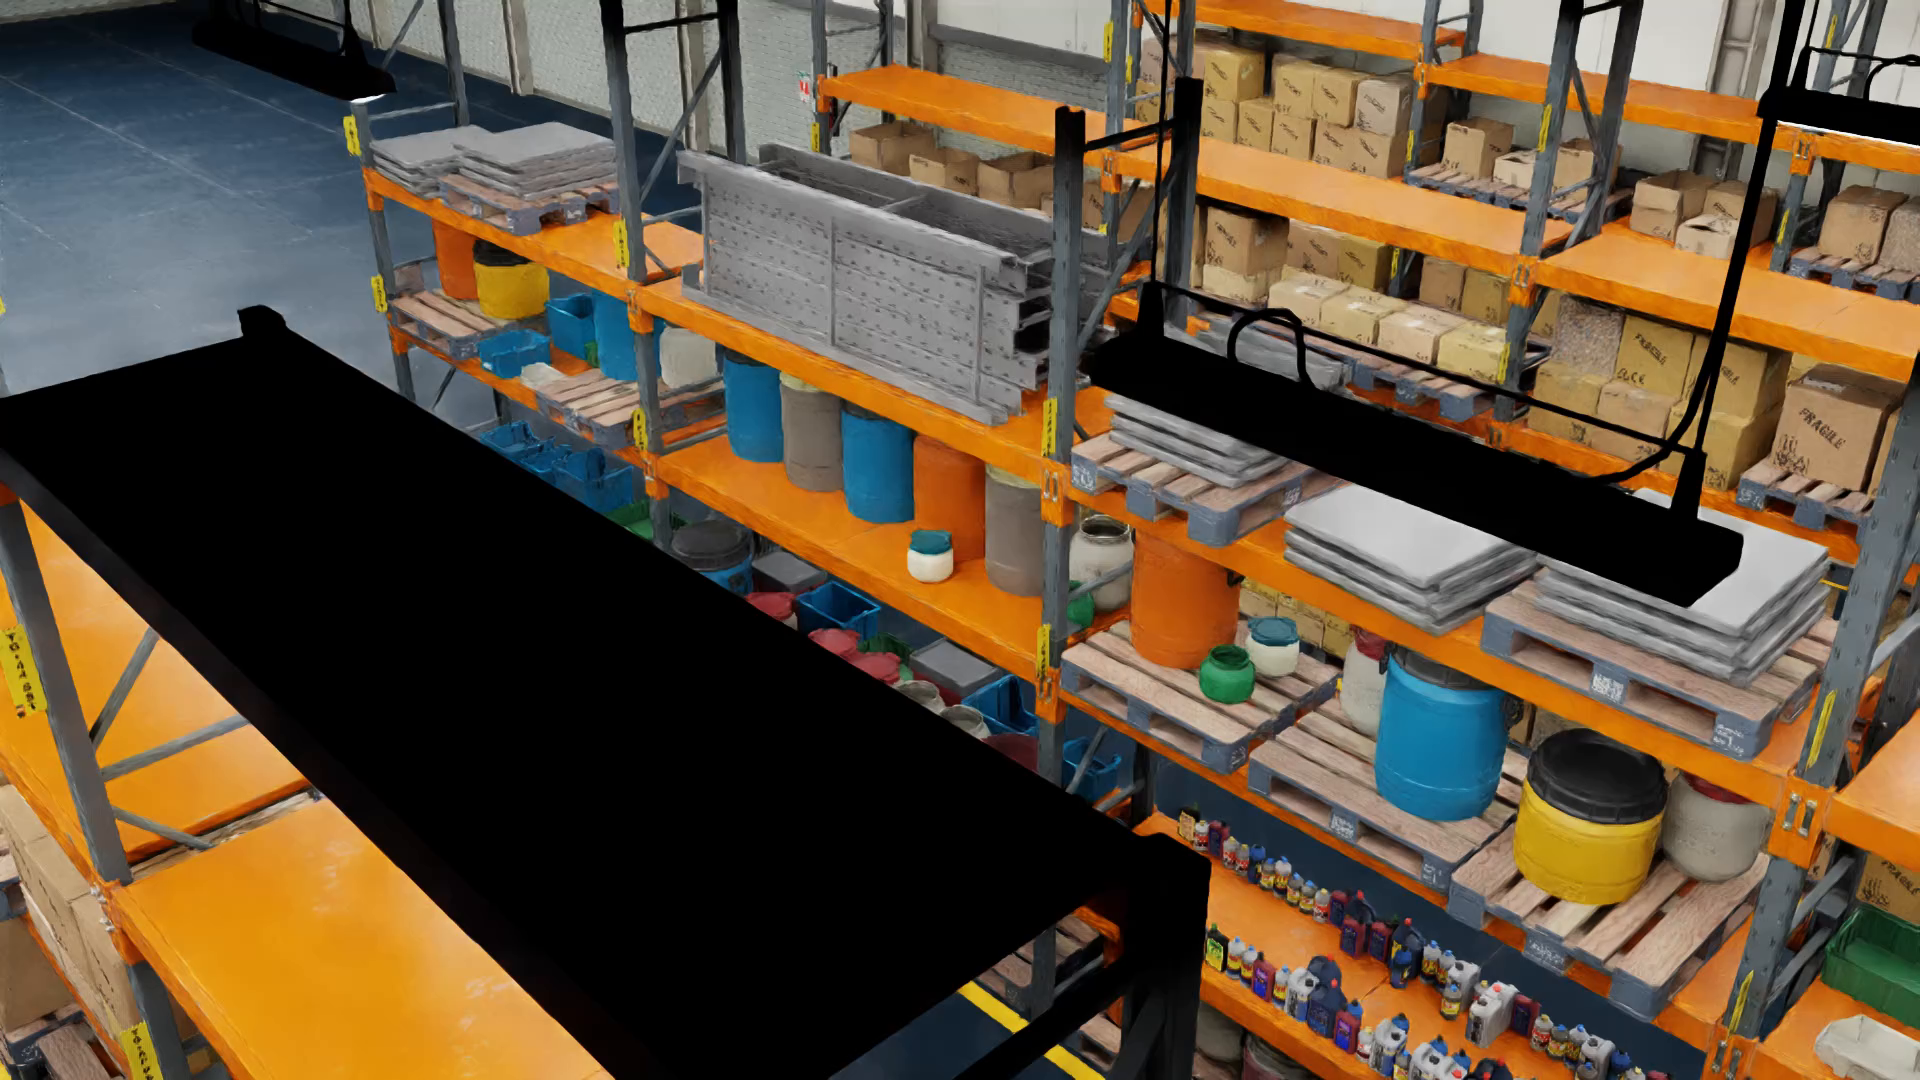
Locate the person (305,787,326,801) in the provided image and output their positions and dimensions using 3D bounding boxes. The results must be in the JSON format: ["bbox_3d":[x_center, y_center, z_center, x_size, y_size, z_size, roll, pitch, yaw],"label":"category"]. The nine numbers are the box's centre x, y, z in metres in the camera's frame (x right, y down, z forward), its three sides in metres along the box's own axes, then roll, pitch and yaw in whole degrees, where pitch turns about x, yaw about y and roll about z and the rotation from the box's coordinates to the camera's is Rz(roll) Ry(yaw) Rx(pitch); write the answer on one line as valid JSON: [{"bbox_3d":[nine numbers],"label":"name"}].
[{"bbox_3d":[-4.231,1.893,11.492,0.565,1.736,1.045,-25,37,-38],"label":"person"}]

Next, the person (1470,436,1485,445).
[{"bbox_3d":[4.976,-0.503,16.066,0.496,1.586,1.072,-23,36,-36],"label":"person"}]
